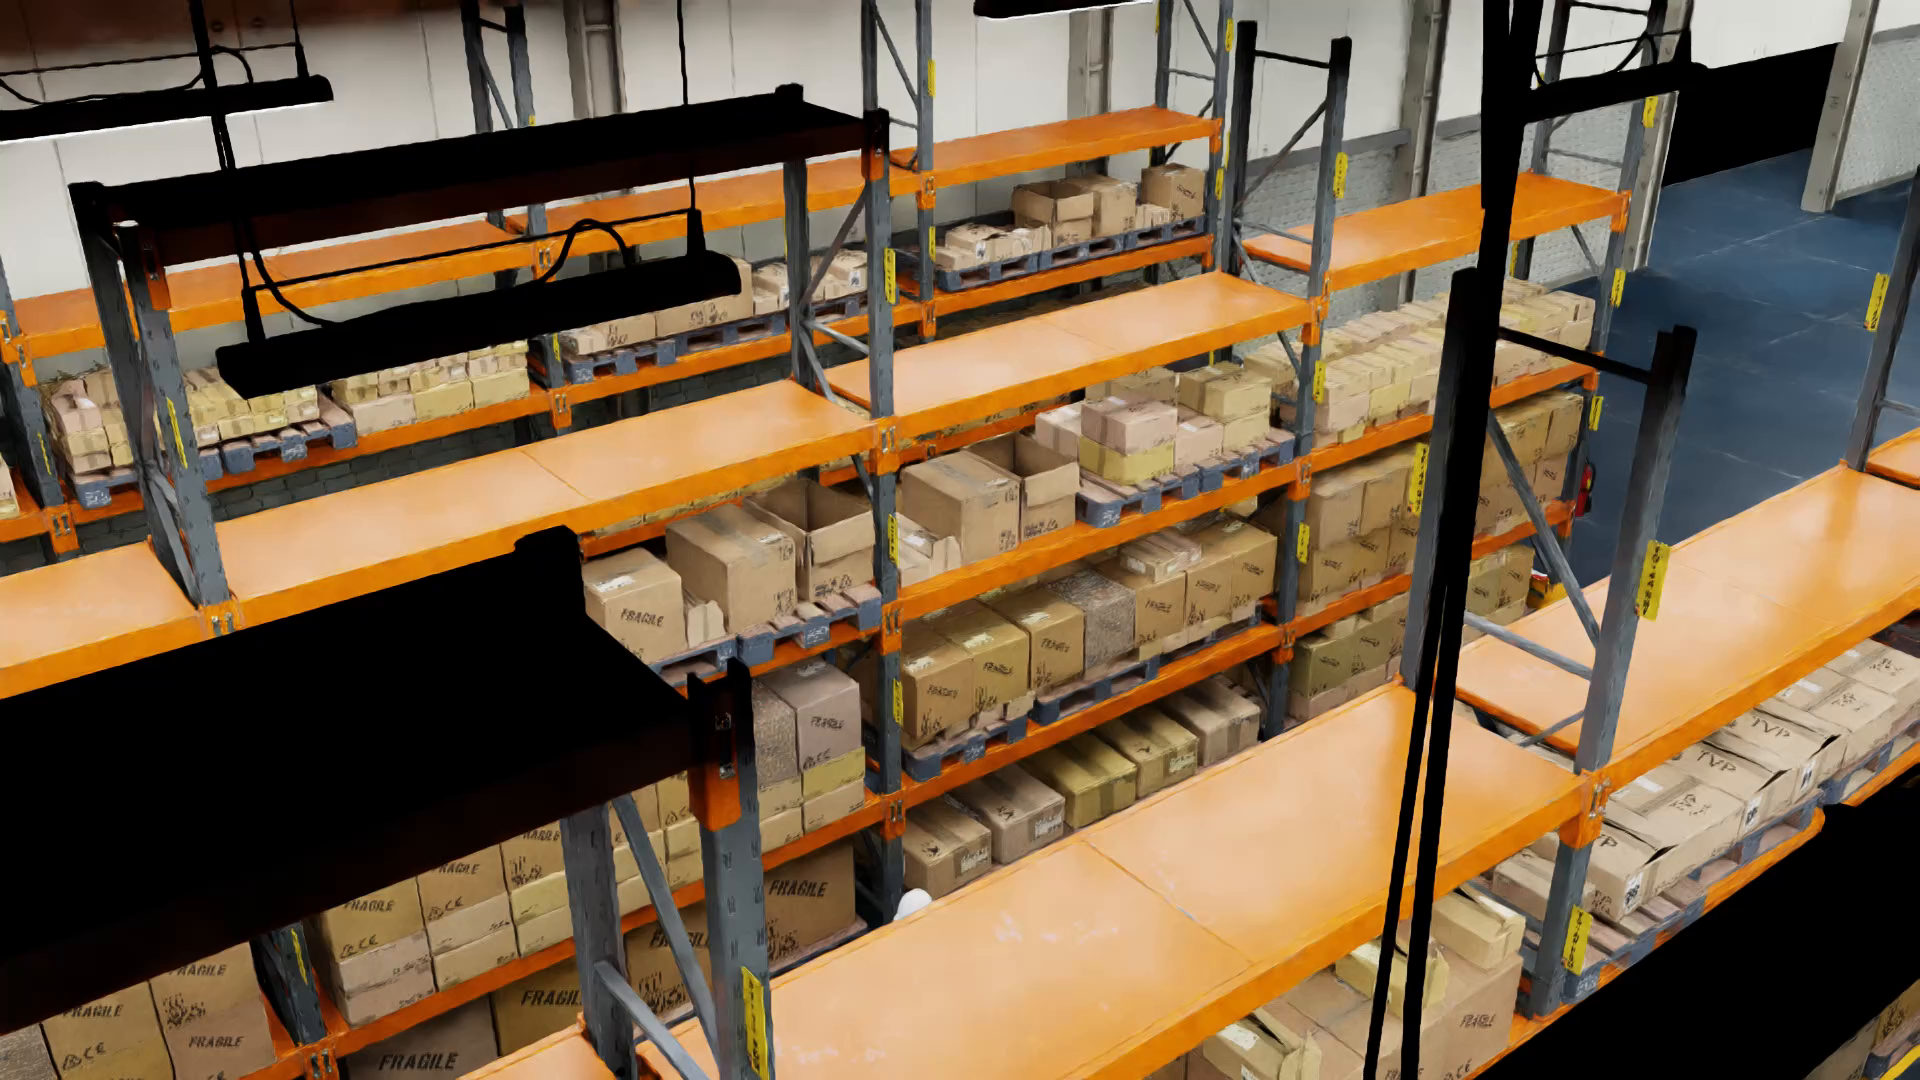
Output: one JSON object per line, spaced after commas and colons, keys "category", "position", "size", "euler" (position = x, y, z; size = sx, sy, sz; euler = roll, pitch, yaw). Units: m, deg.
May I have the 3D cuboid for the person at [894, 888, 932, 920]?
{"category": "person", "position": [-0.271, 2.891, 10.149], "size": [0.666, 1.782, 0.588], "euler": [-6, 27, -12]}
